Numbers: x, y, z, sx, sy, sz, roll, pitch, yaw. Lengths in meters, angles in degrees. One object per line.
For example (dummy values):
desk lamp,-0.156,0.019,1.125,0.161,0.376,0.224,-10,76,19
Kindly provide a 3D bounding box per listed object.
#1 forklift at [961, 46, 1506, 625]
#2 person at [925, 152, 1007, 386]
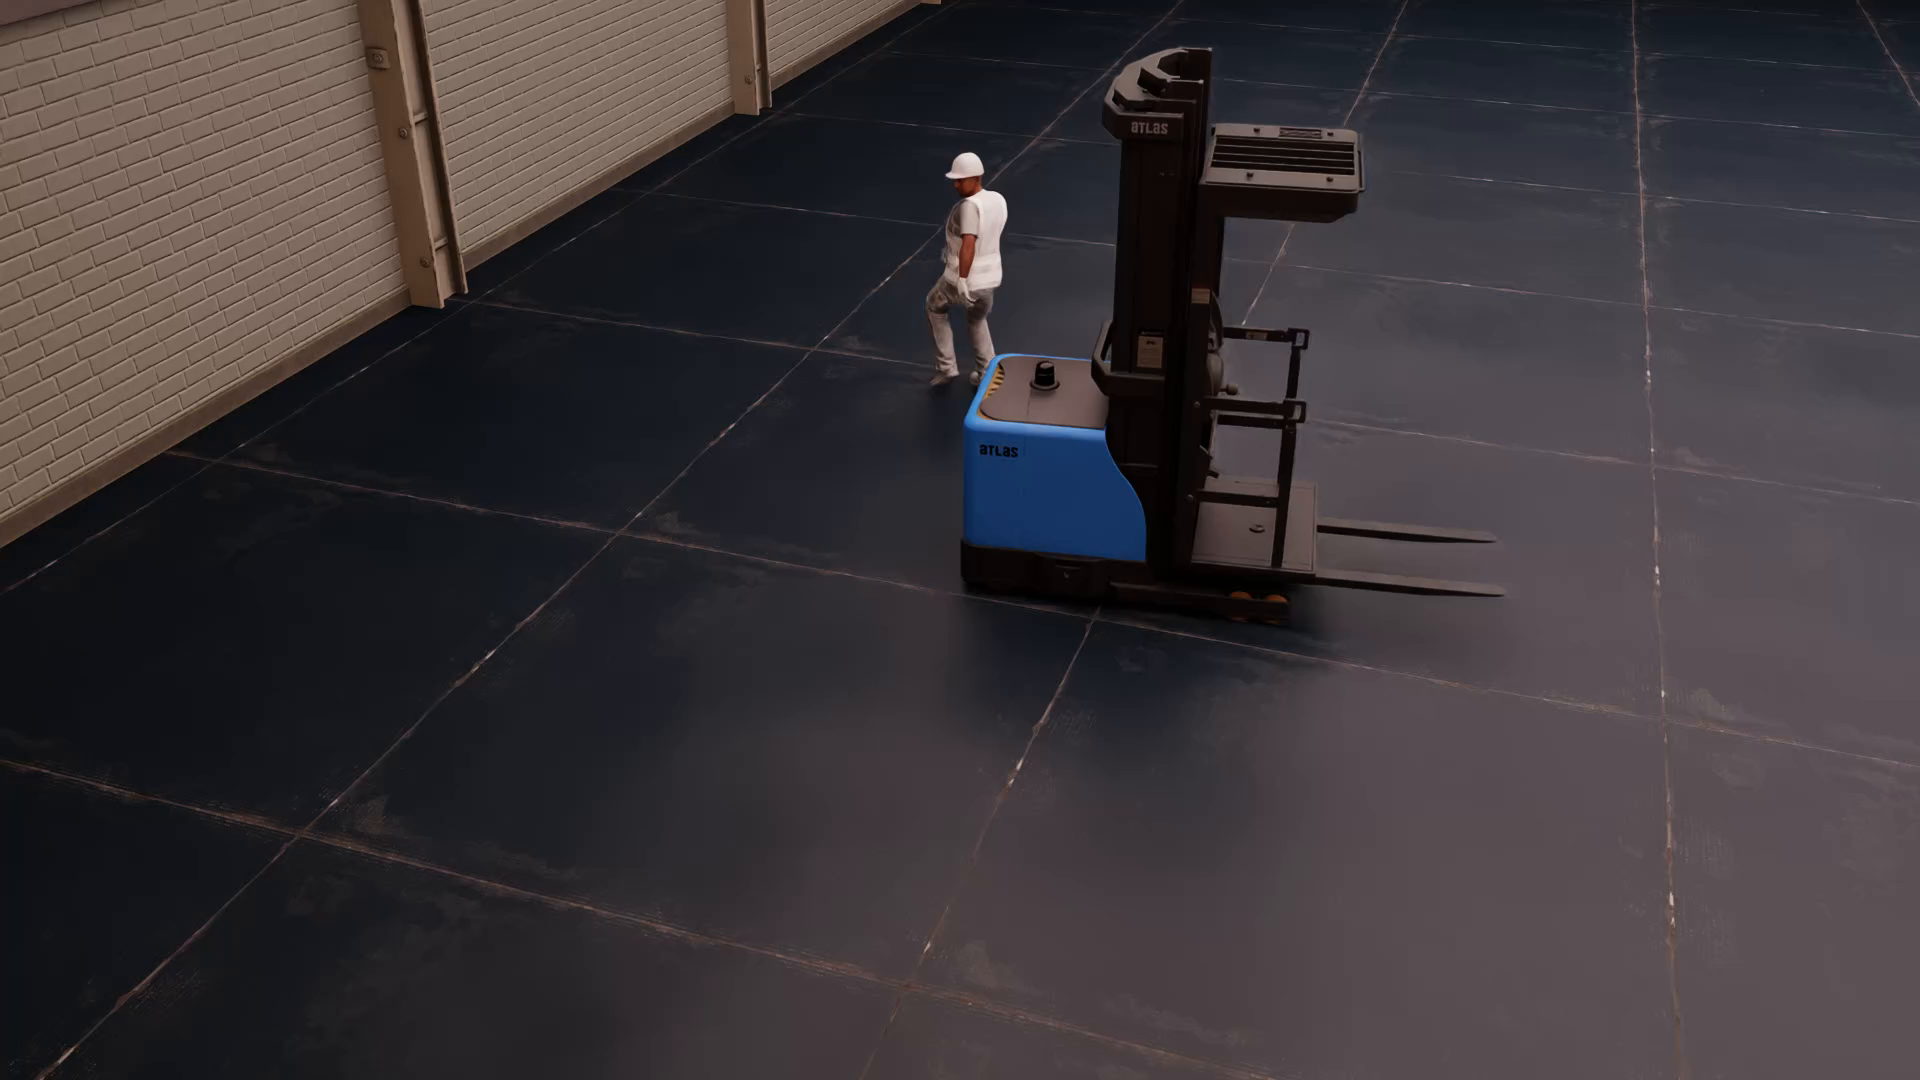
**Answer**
forklift,1.573,-1.086,9.042,3.031,2.935,1.130,6,30,10
person,0.076,-1.827,11.620,0.689,1.759,0.797,-21,36,-32
